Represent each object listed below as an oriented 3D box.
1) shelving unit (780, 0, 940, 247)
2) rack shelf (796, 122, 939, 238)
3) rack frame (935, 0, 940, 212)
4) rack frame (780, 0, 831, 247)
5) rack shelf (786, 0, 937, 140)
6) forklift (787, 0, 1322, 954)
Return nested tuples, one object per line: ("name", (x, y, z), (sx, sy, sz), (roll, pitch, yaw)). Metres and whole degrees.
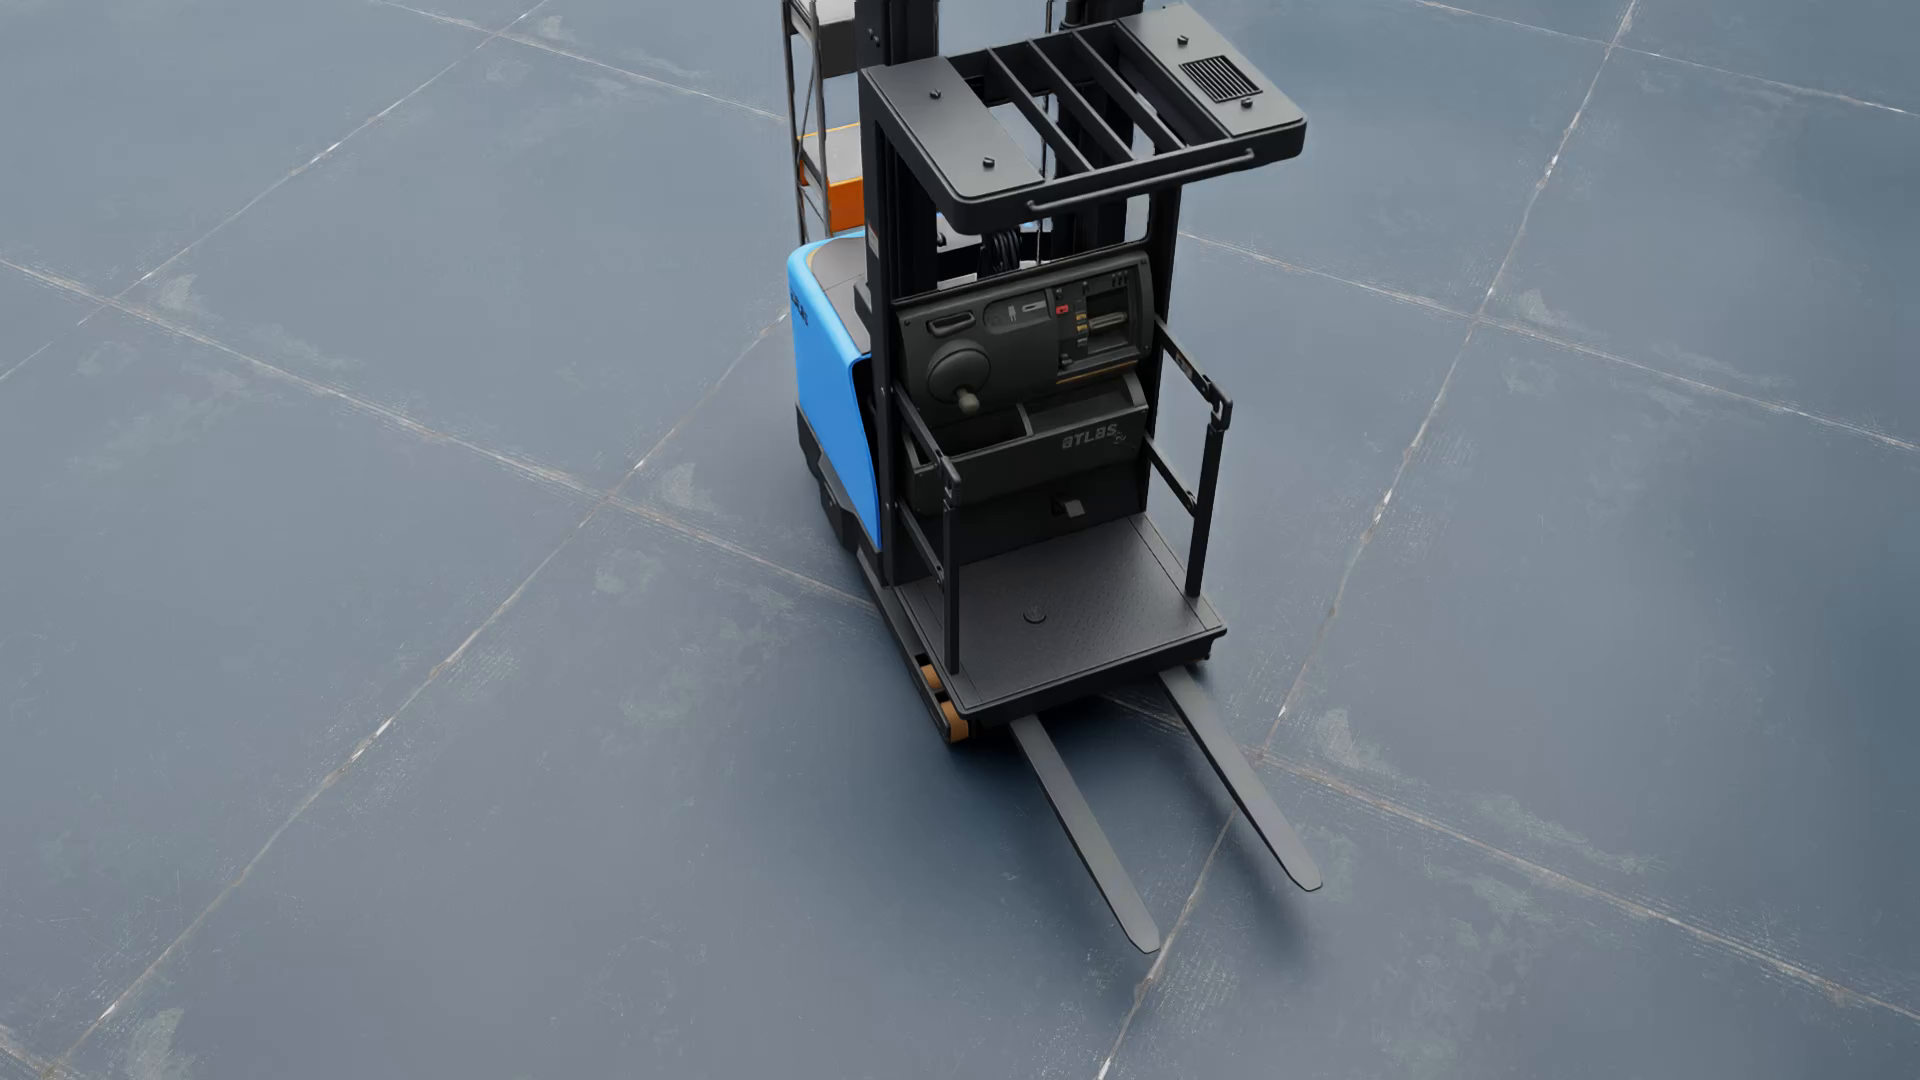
("shelving unit", (-0.391, -1.463, 7.000), (0.503, 2.100, 0.431), (-17, 48, -16))
("rack shelf", (-0.391, -1.454, 7.009), (0.480, 0.518, 0.431), (-17, 48, -16))
("rack frame", (-0.167, -1.533, 7.068), (0.015, 2.100, 0.400), (-17, 48, -16))
("rack frame", (-0.615, -1.394, 6.931), (0.015, 2.100, 0.400), (-17, 48, -16))
("rack shelf", (-0.391, -1.946, 6.512), (0.480, 0.518, 0.431), (-17, 48, -16))
("forklift", (0.324, -0.616, 5.577), (1.130, 2.935, 3.031), (-17, 48, -16))
